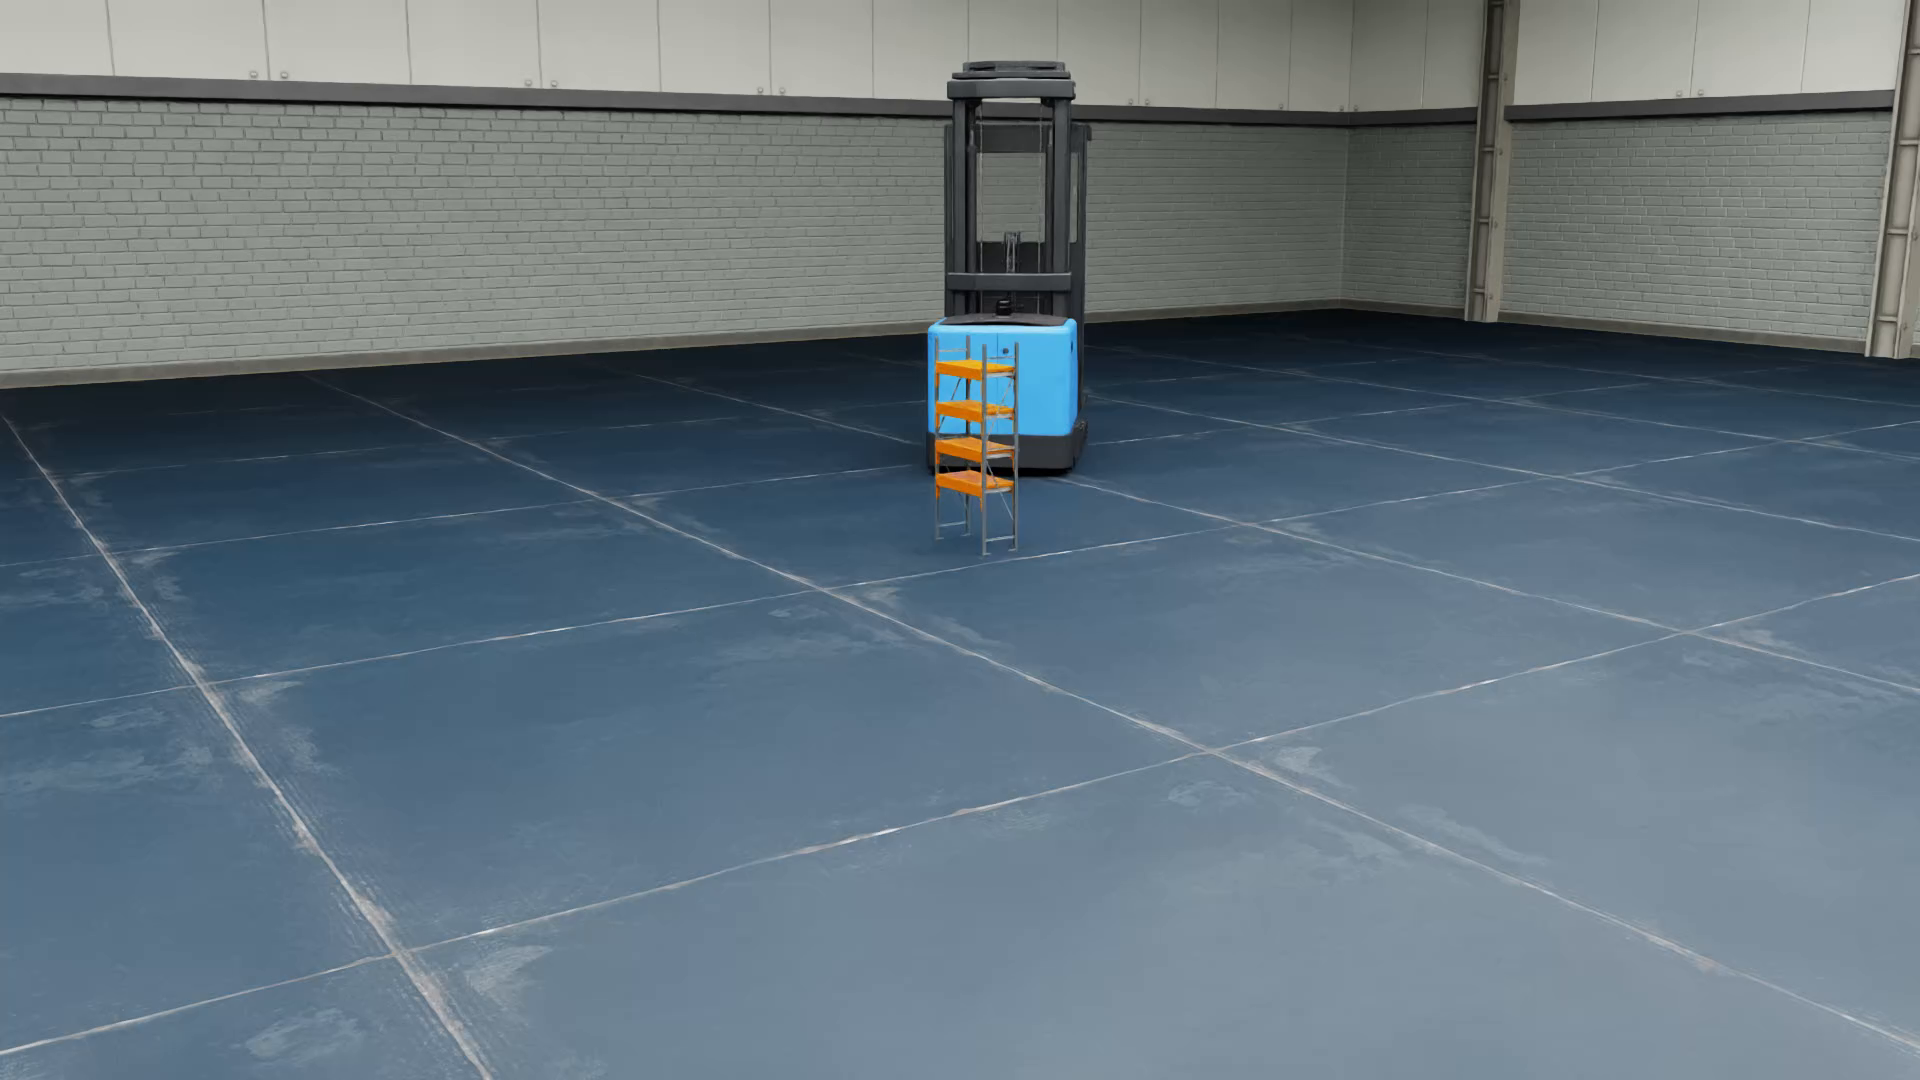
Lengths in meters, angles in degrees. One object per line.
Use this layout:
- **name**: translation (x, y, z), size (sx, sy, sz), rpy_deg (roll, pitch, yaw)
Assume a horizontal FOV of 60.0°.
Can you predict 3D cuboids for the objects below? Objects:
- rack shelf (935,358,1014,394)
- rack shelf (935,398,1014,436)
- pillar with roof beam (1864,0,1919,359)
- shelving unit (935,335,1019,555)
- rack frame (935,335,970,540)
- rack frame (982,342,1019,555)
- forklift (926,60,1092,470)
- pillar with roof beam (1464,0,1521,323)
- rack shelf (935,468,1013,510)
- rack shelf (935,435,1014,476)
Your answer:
- **rack shelf**: translation (0.092, -0.941, 9.515), size (0.258, 0.148, 0.480), rpy_deg (-8, 15, -33)
- **rack shelf**: translation (0.092, -0.710, 9.566), size (0.258, 0.148, 0.480), rpy_deg (-8, 15, -33)
- **pillar with roof beam**: translation (7.500, -6.076, 16.583), size (9.100, 9.000, 0.400), rpy_deg (-8, 15, -33)
- **shelving unit**: translation (0.092, -0.557, 9.599), size (0.258, 1.200, 0.503), rpy_deg (-8, 15, -33)
- **rack frame**: translation (-0.043, -0.600, 9.797), size (0.240, 1.200, 0.015), rpy_deg (-8, 15, -33)
- **rack frame**: translation (0.227, -0.513, 9.401), size (0.240, 1.200, 0.015), rpy_deg (-8, 15, -33)
- **forklift**: translation (0.453, -2.201, 13.068), size (1.130, 2.935, 3.031), rpy_deg (2, 12, 7)
- **pillar with roof beam**: translation (4.176, -7.143, 21.462), size (9.100, 9.000, 0.400), rpy_deg (-8, 15, -33)
- **rack shelf**: translation (0.092, -0.297, 9.656), size (0.258, 0.148, 0.480), rpy_deg (-8, 15, -33)
- **rack shelf**: translation (0.092, -0.491, 9.613), size (0.258, 0.148, 0.480), rpy_deg (-8, 15, -33)
